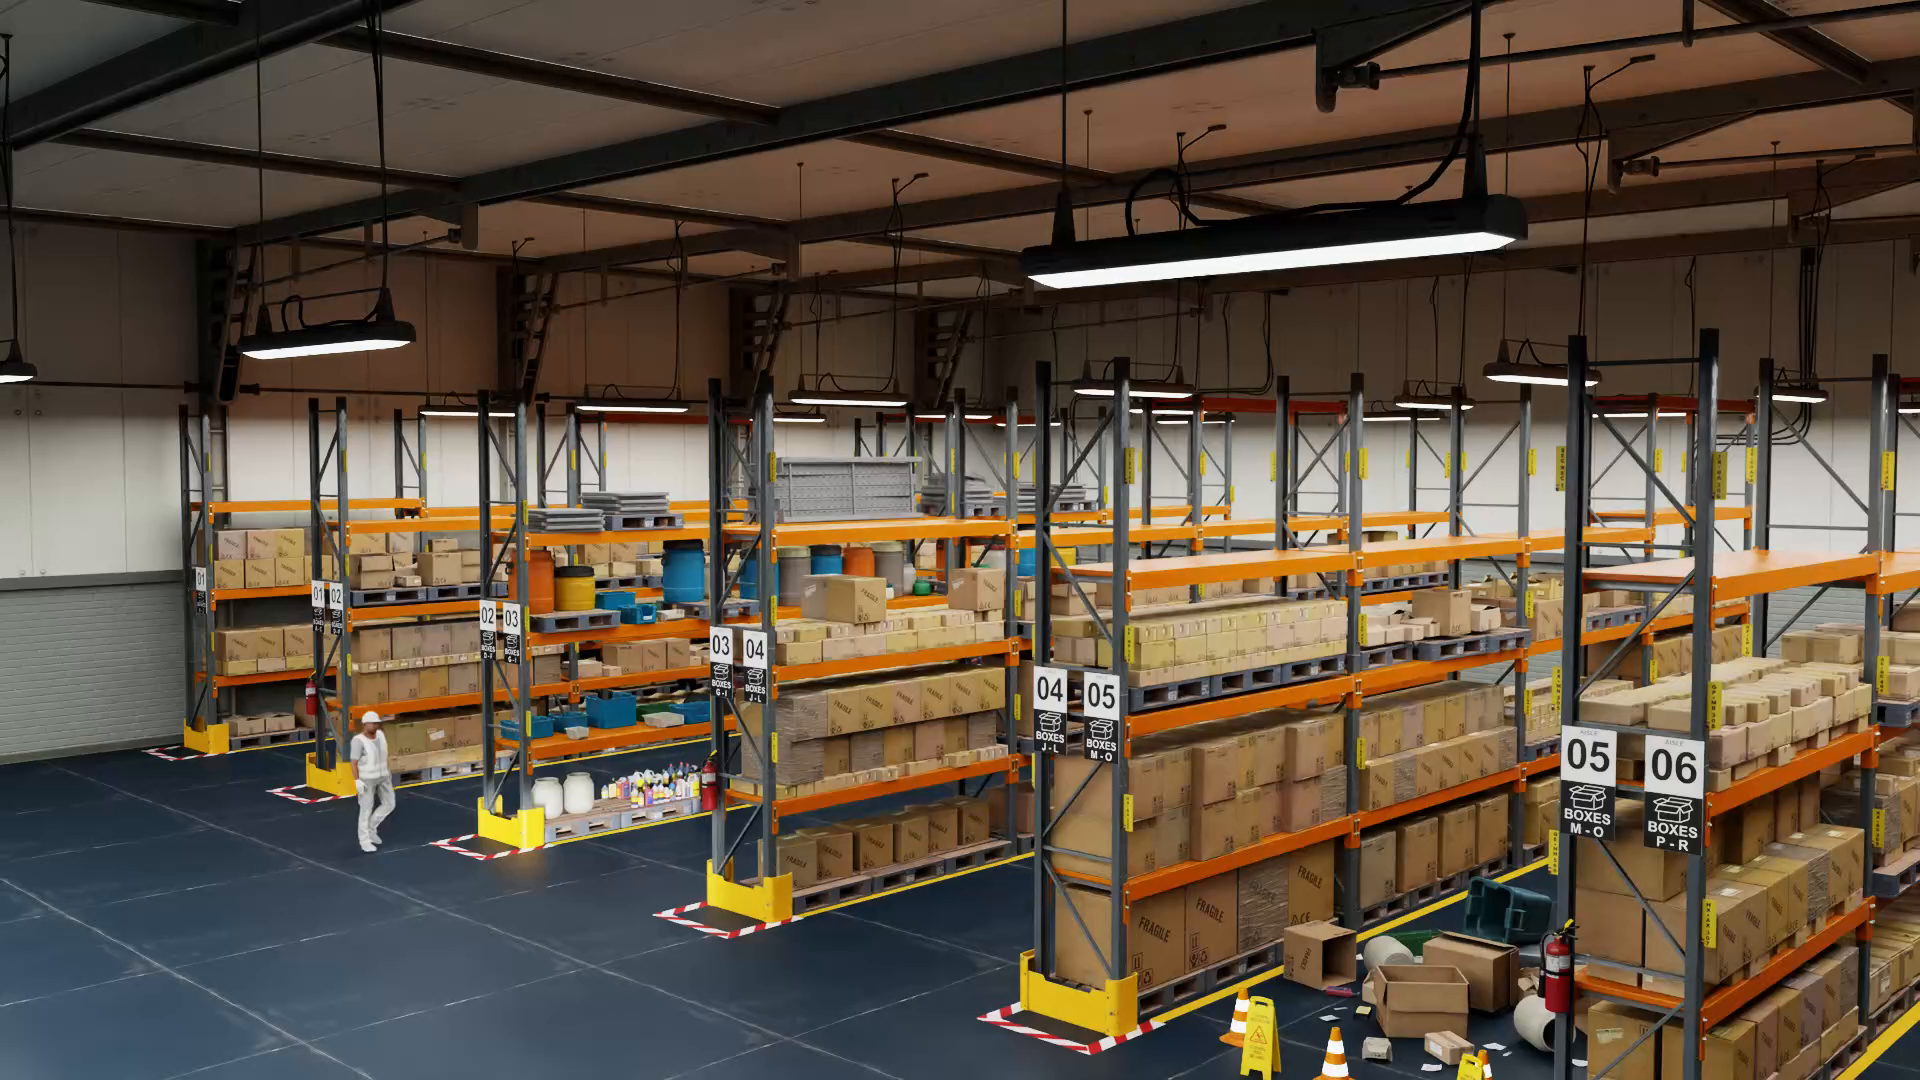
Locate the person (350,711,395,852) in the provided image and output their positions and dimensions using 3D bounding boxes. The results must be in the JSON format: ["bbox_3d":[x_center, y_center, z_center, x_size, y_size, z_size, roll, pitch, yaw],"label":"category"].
[{"bbox_3d":[-7.668,3.121,21.703,0.525,1.782,0.714,2,3,28],"label":"person"}]

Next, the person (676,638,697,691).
[{"bbox_3d":[-5.301,2.714,32.321,0.461,1.633,0.731,0,3,9],"label":"person"}]

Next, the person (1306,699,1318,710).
[{"bbox_3d":[5.024,3.092,23.789,0.389,1.663,0.571,1,3,21],"label":"person"}]
